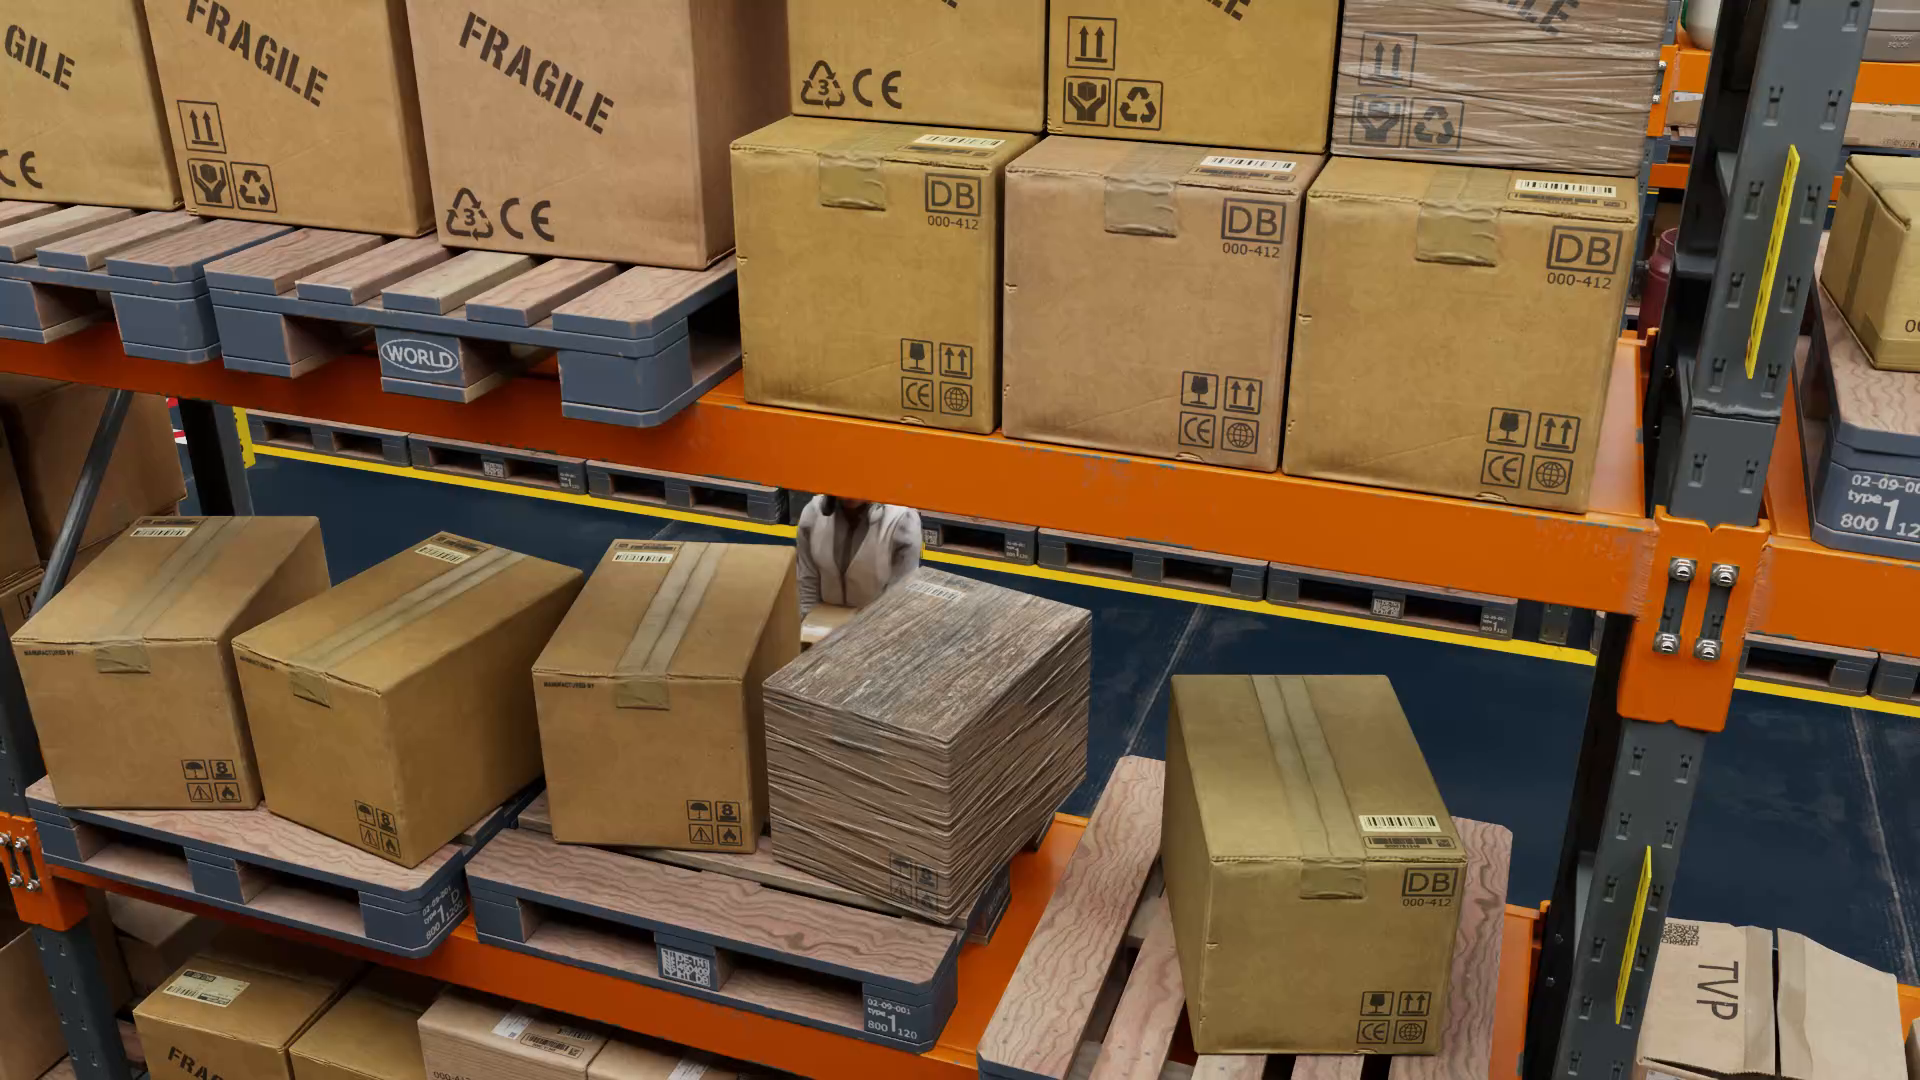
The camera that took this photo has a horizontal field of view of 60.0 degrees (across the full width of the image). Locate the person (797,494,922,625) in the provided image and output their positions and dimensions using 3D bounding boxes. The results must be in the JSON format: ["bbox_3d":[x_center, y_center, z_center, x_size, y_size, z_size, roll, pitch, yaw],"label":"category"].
[{"bbox_3d":[-0.372,0.372,6.328,0.484,1.756,0.584,8,27,17],"label":"person"}]
